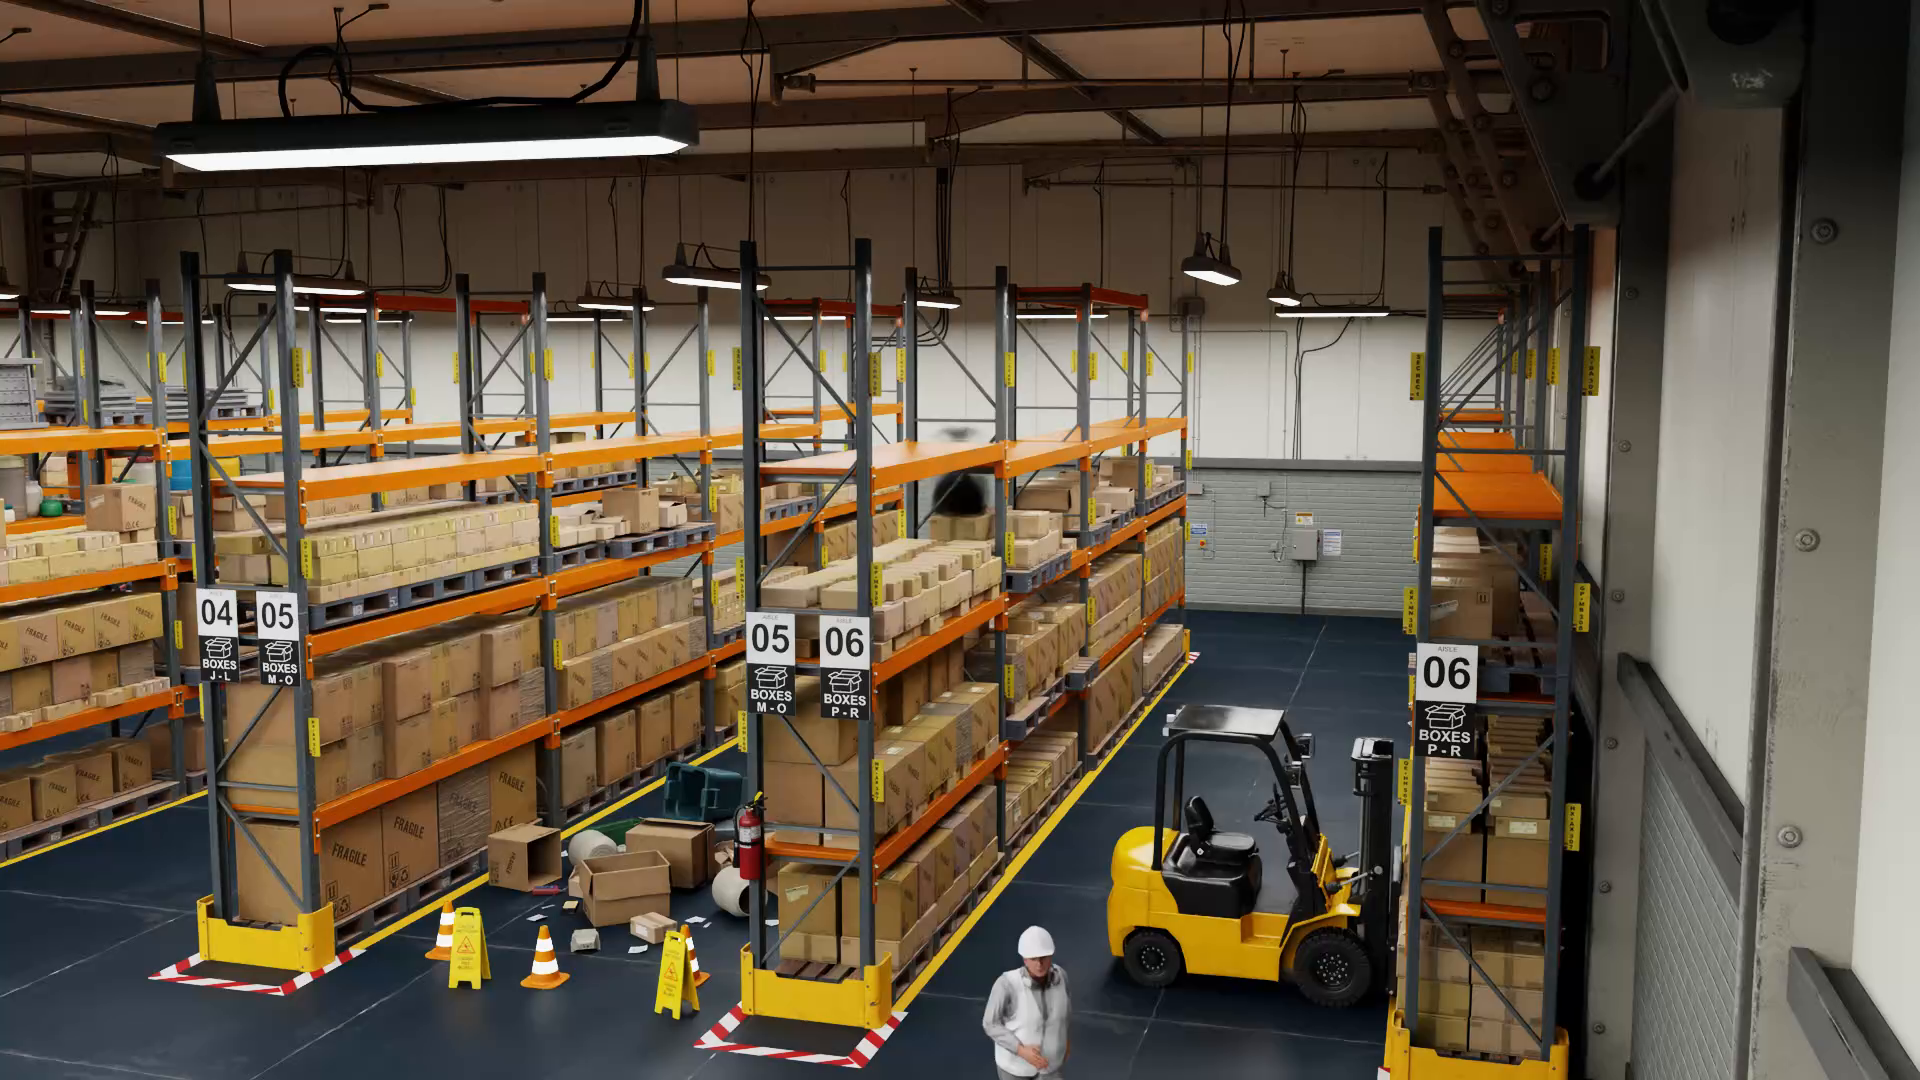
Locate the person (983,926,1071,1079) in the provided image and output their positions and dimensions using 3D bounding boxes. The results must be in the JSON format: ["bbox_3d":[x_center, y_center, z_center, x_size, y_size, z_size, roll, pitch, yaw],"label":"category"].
[{"bbox_3d":[0.399,3.160,10.190,0.628,1.750,0.829,-2,7,-14],"label":"person"}]
